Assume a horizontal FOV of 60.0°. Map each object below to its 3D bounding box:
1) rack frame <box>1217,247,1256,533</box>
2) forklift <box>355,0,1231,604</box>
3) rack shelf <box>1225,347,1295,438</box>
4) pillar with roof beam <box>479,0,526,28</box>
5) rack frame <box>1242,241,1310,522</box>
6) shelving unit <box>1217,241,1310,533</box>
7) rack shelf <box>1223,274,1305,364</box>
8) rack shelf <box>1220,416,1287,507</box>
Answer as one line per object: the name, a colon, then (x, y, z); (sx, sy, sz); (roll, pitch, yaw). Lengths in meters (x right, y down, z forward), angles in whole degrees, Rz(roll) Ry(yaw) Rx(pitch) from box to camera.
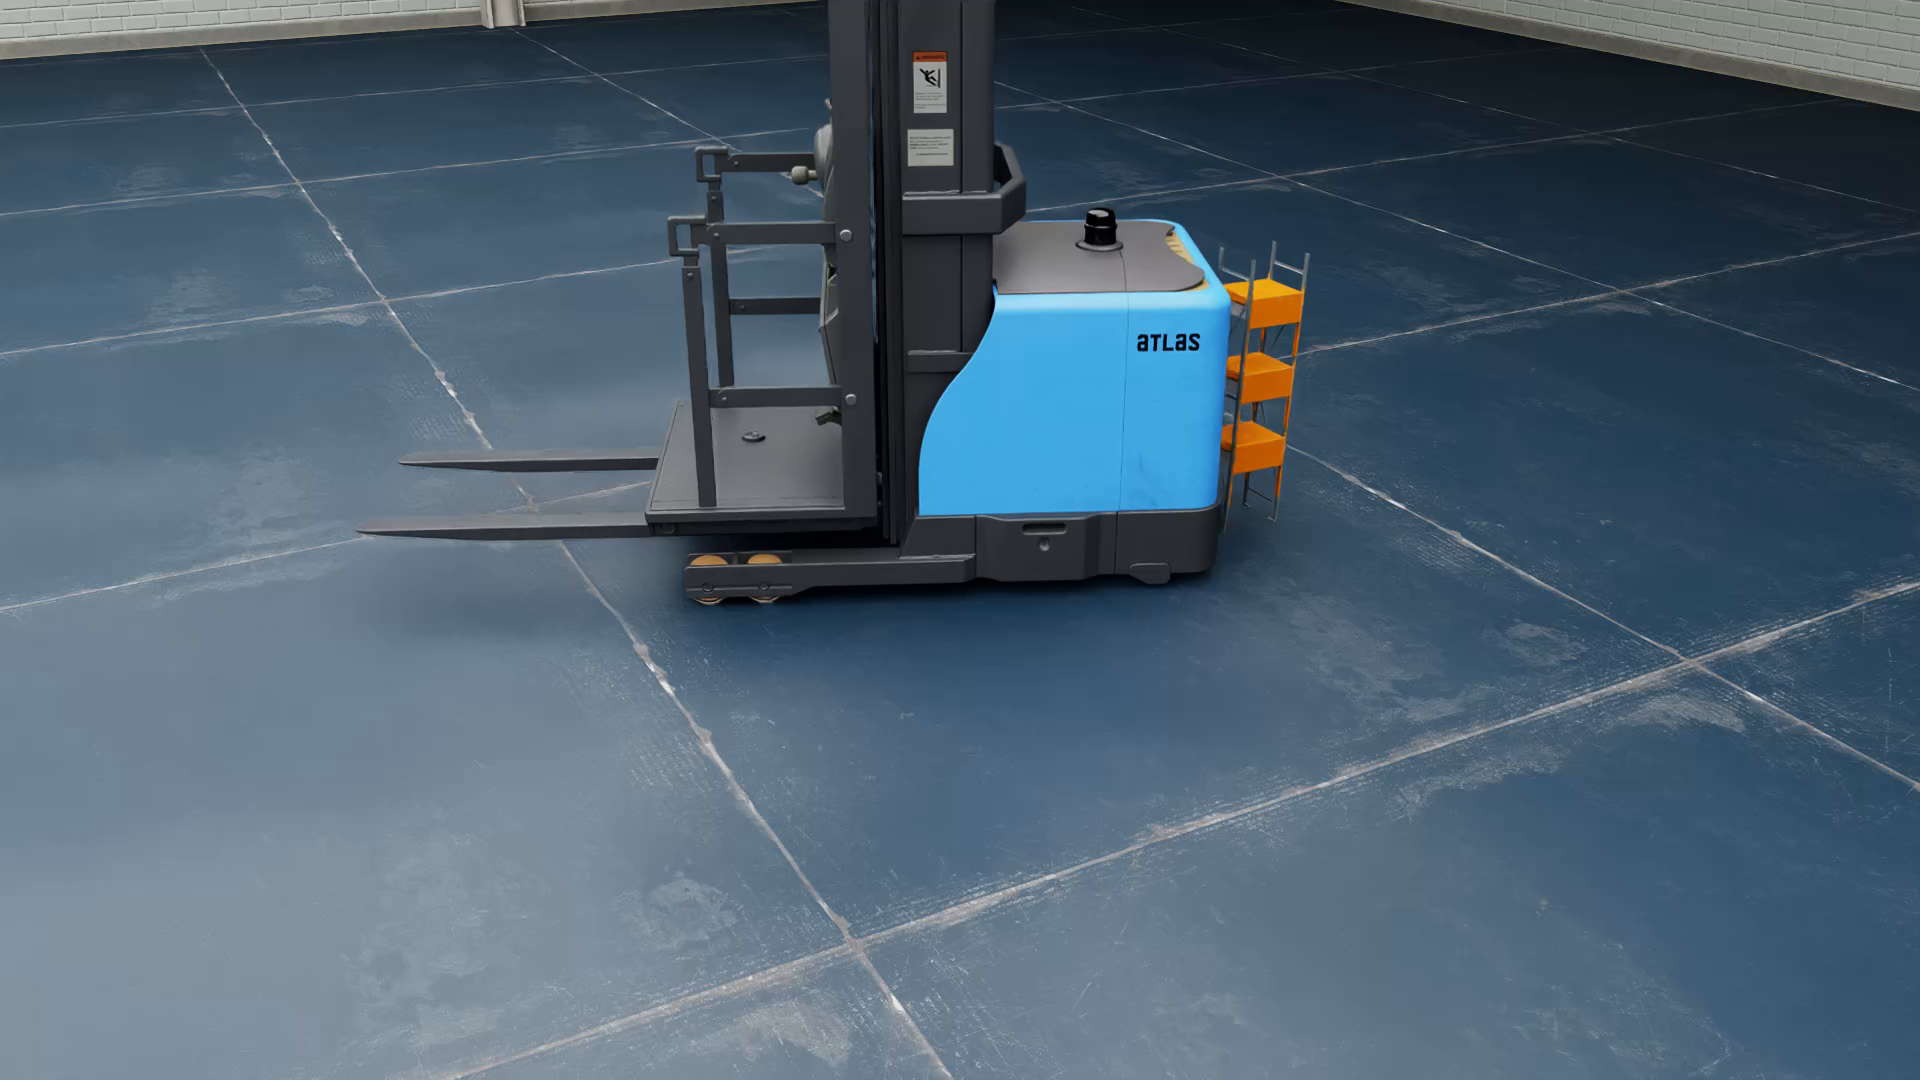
rack frame: (0.970, -0.541, 6.140); (0.008, 1.050, 0.200); (-11, 28, -28)
forklift: (-0.621, -1.334, 5.642); (3.031, 2.935, 1.130); (-1, 26, -3)
rack shelf: (1.076, -0.552, 6.200); (0.240, 0.259, 0.215); (-11, 28, -28)
pillar with roof beam: (-2.802, -7.865, 12.235); (0.400, 9.000, 9.100); (-13, 29, -25)
rack frame: (1.182, -0.583, 6.253); (0.008, 1.050, 0.200); (-11, 28, -28)
shelving unit: (1.076, -0.562, 6.196); (0.252, 1.050, 0.215); (-11, 28, -28)
rack shelf: (1.087, -0.811, 6.083); (0.240, 0.259, 0.215); (-11, 28, -28)
rack shelf: (1.066, -0.300, 6.315); (0.240, 0.259, 0.215); (-11, 28, -28)
